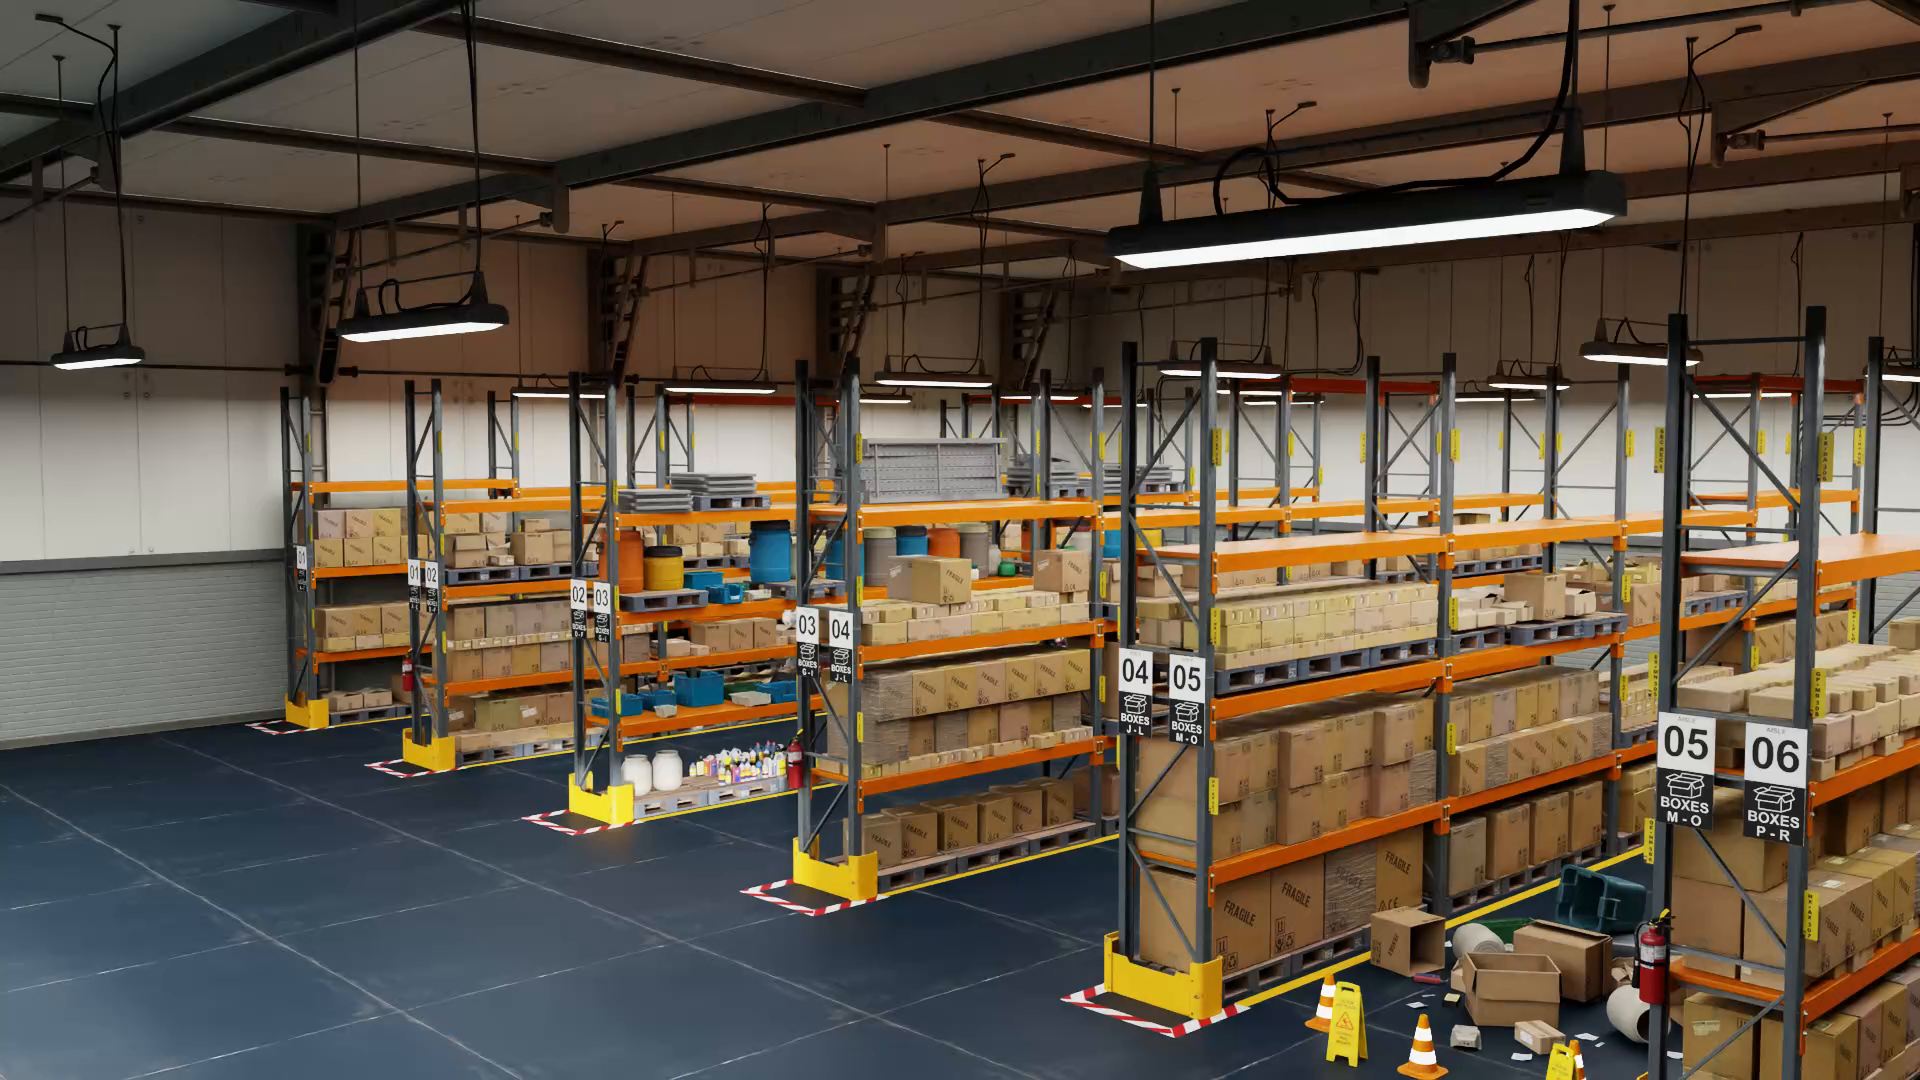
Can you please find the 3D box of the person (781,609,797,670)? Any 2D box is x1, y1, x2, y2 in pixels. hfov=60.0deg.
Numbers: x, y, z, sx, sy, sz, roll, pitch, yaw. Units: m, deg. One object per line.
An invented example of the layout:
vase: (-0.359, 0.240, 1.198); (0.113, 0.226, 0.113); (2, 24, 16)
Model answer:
person: (-3.440, 2.055, 33.962); (0.501, 1.776, 0.555); (0, 4, -5)

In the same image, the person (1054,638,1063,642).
person: (1.905, 2.244, 31.240); (0.483, 1.750, 0.690); (1, 4, 21)
